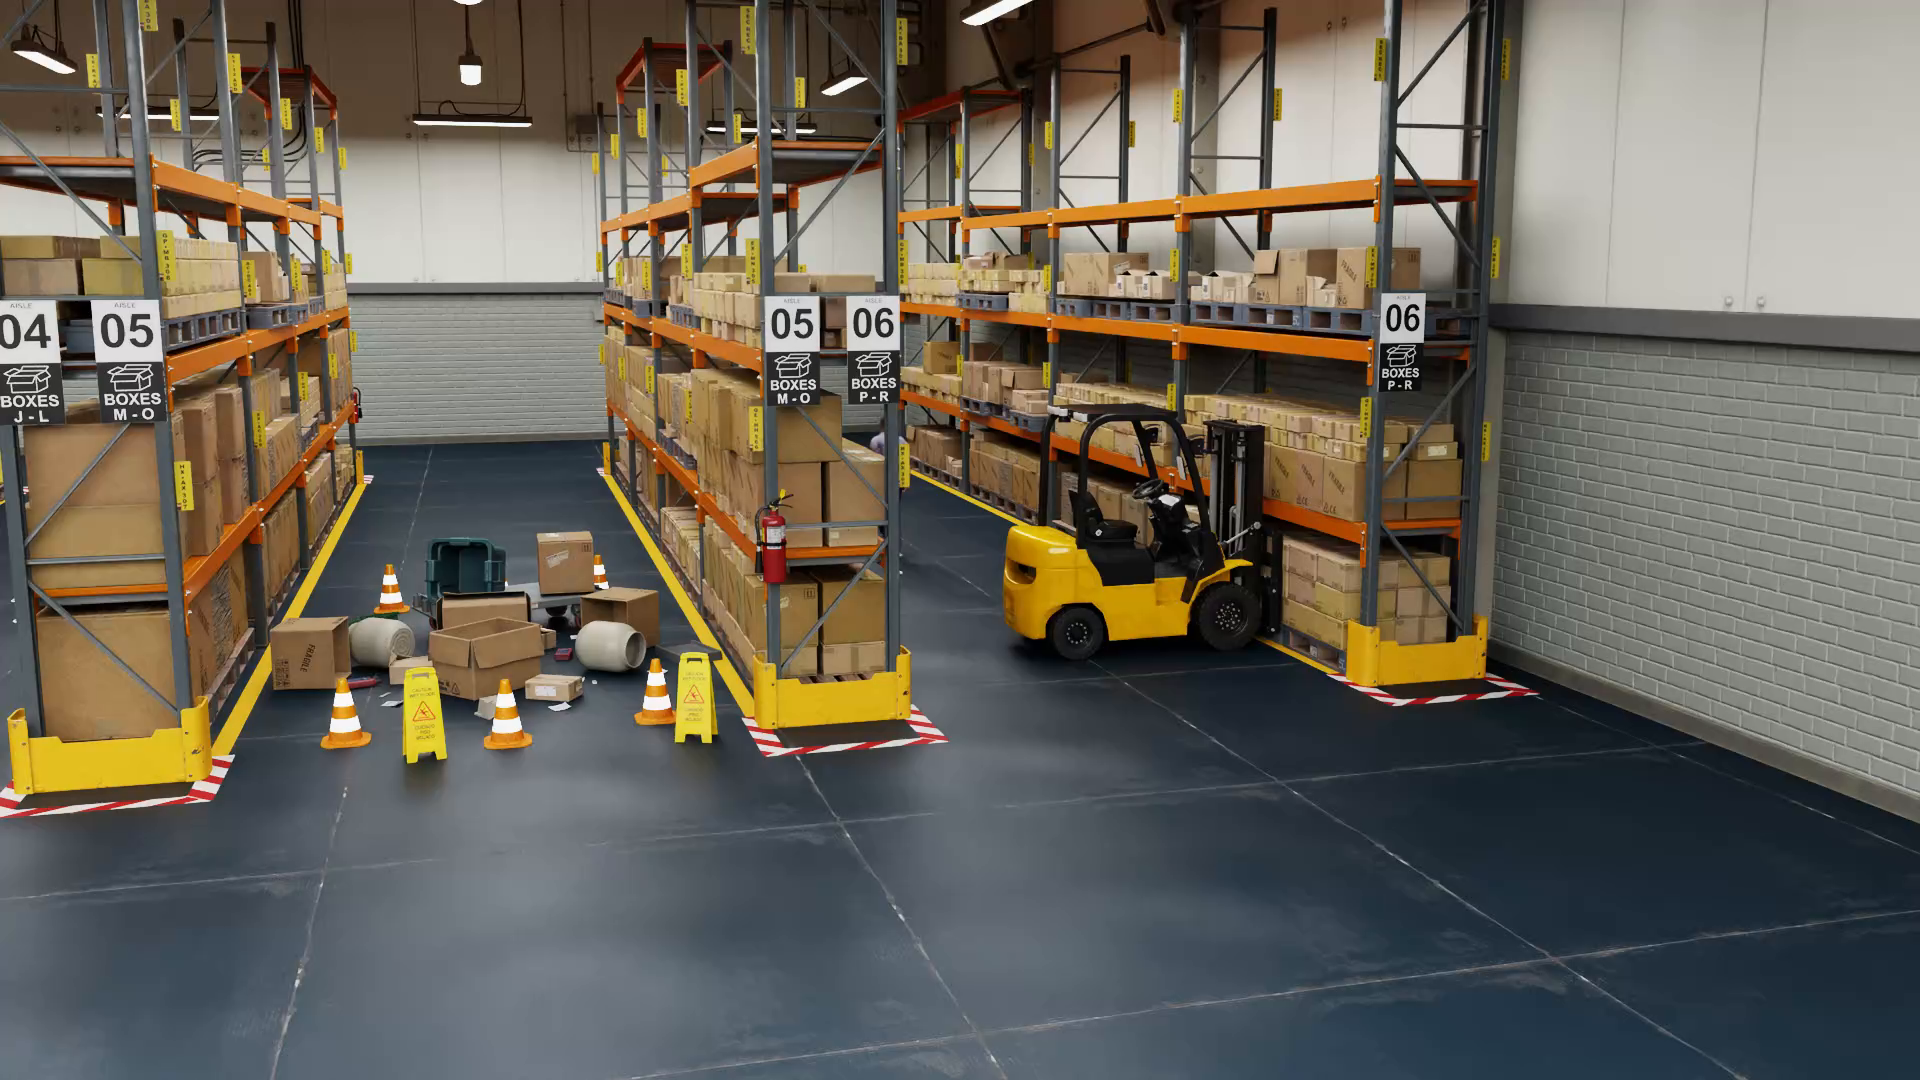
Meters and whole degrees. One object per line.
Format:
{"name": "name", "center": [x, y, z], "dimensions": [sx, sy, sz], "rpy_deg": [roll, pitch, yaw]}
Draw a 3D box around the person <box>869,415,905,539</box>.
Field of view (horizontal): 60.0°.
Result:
{"name": "person", "center": [-0.877, -0.693, 20.021], "dimensions": [0.491, 1.619, 0.559], "rpy_deg": [-5, 10, -26]}
